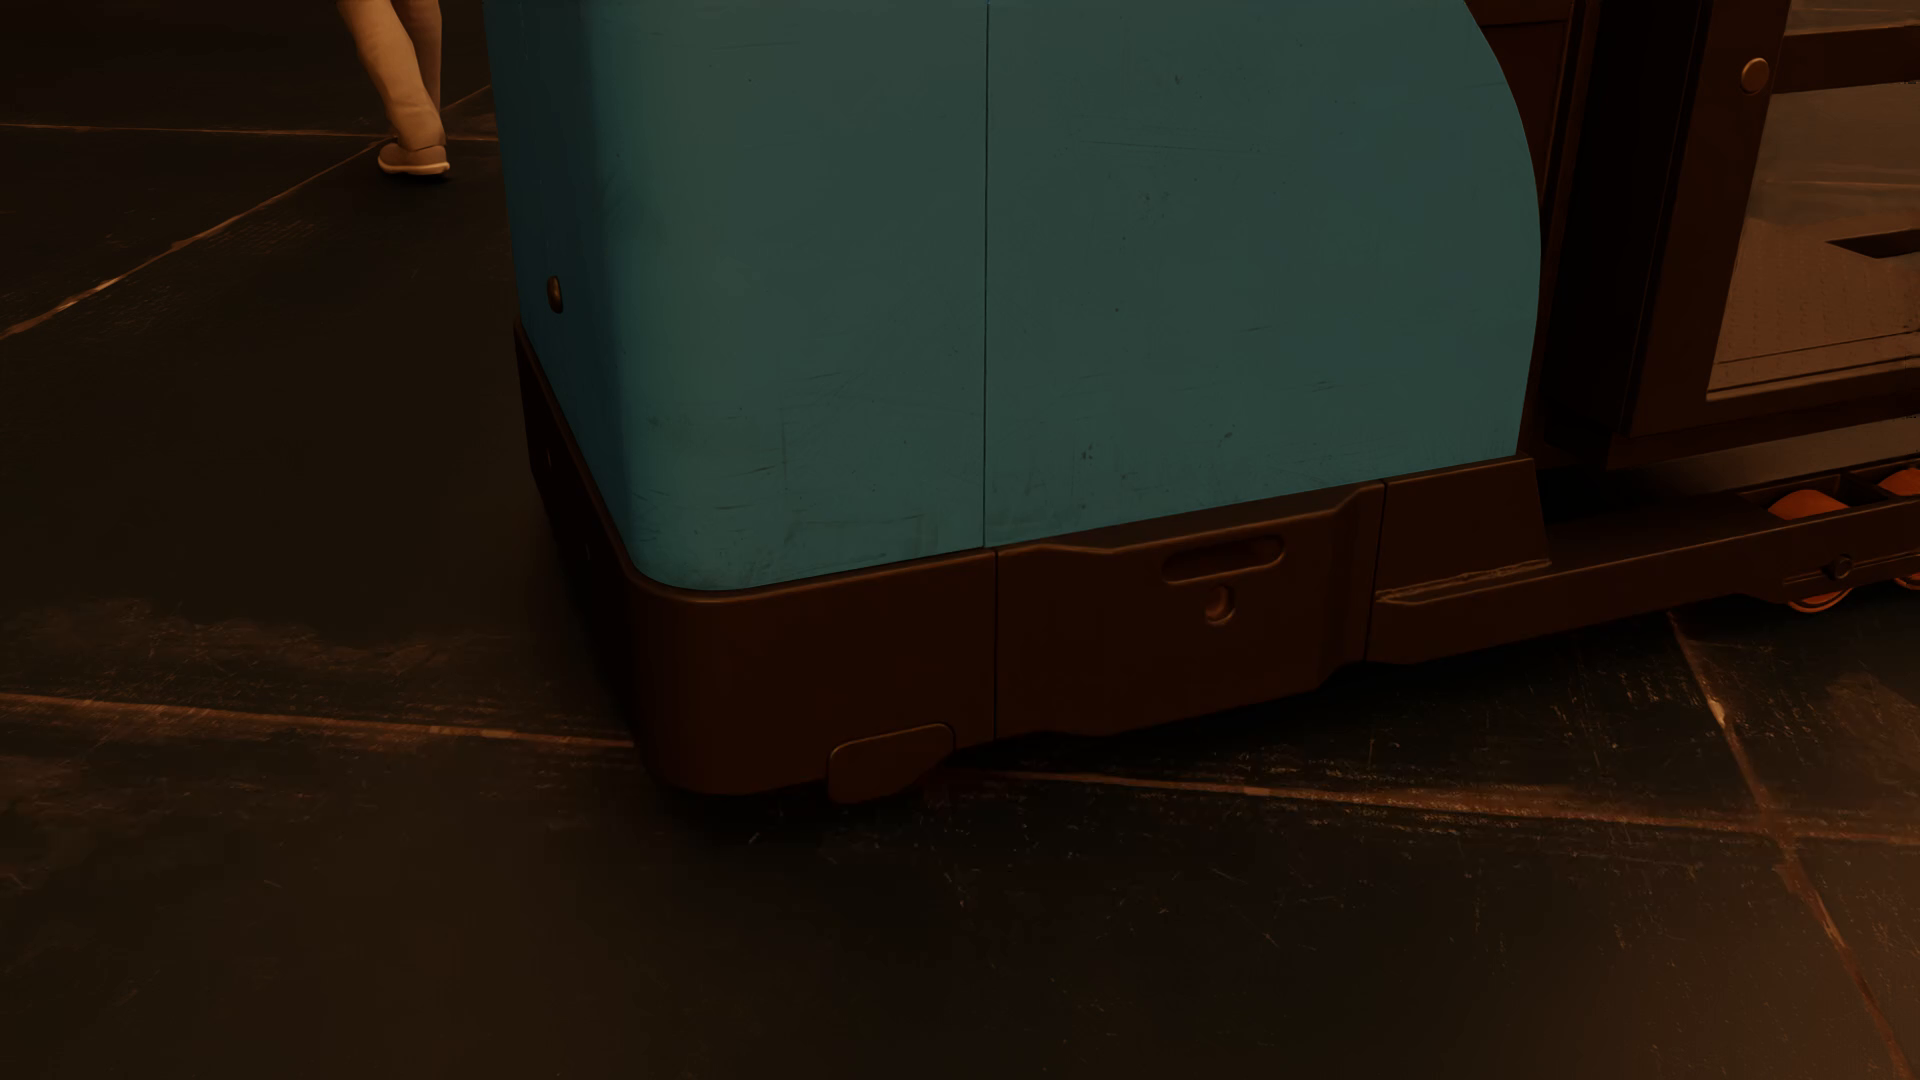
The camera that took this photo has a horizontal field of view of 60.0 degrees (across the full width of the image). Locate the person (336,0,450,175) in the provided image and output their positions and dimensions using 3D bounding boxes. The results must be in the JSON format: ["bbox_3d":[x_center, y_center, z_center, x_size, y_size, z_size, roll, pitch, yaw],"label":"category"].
[{"bbox_3d":[-1.513,-1.810,4.331,0.899,1.649,0.708,-22,34,-37],"label":"person"}]

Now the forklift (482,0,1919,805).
[{"bbox_3d":[0.909,-1.420,2.064,3.031,2.935,1.130,-10,28,-19],"label":"forklift"}]
